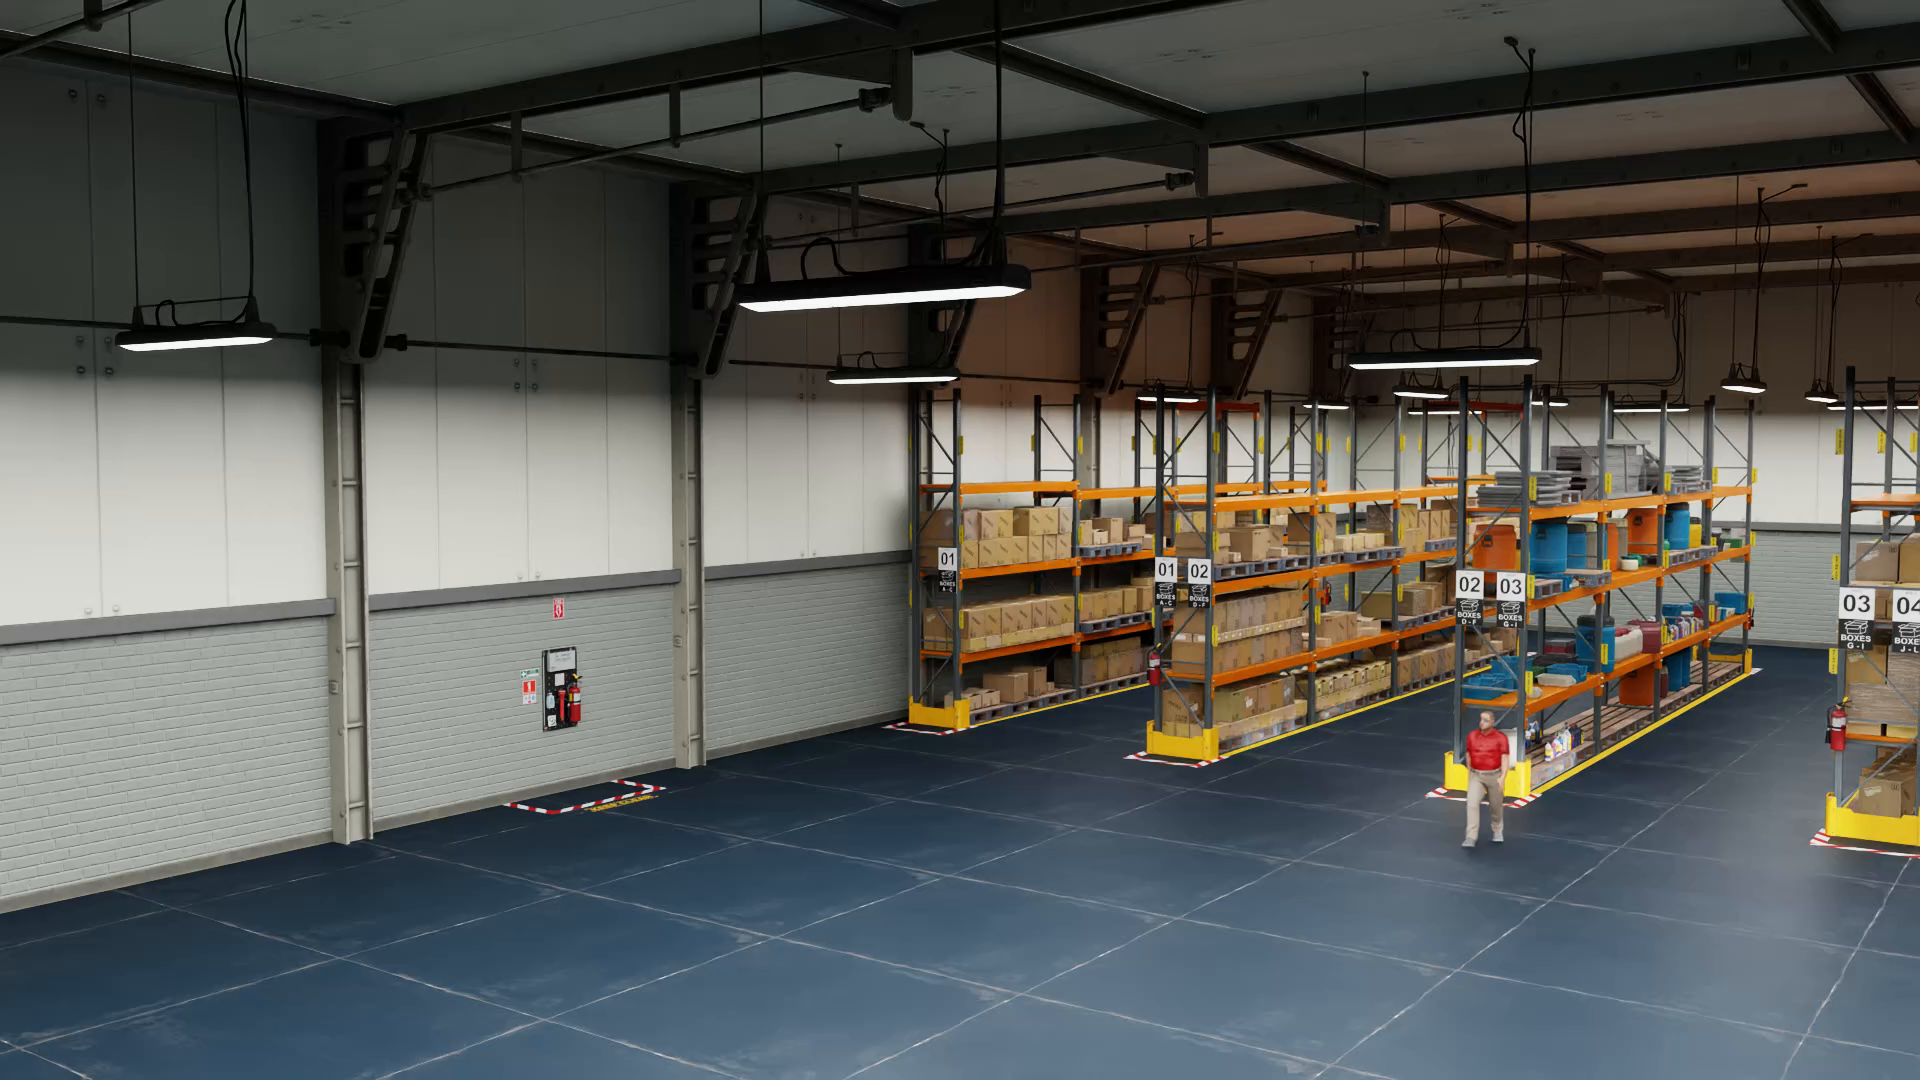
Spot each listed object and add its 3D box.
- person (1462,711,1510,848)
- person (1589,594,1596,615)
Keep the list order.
[{"bbox_3d":[6.520,2.965,20.624,0.562,1.670,1.024,2,4,29],"label":"person"},{"bbox_3d":[14.461,2.033,37.696,0.487,1.646,0.816,-1,4,-22],"label":"person"}]
